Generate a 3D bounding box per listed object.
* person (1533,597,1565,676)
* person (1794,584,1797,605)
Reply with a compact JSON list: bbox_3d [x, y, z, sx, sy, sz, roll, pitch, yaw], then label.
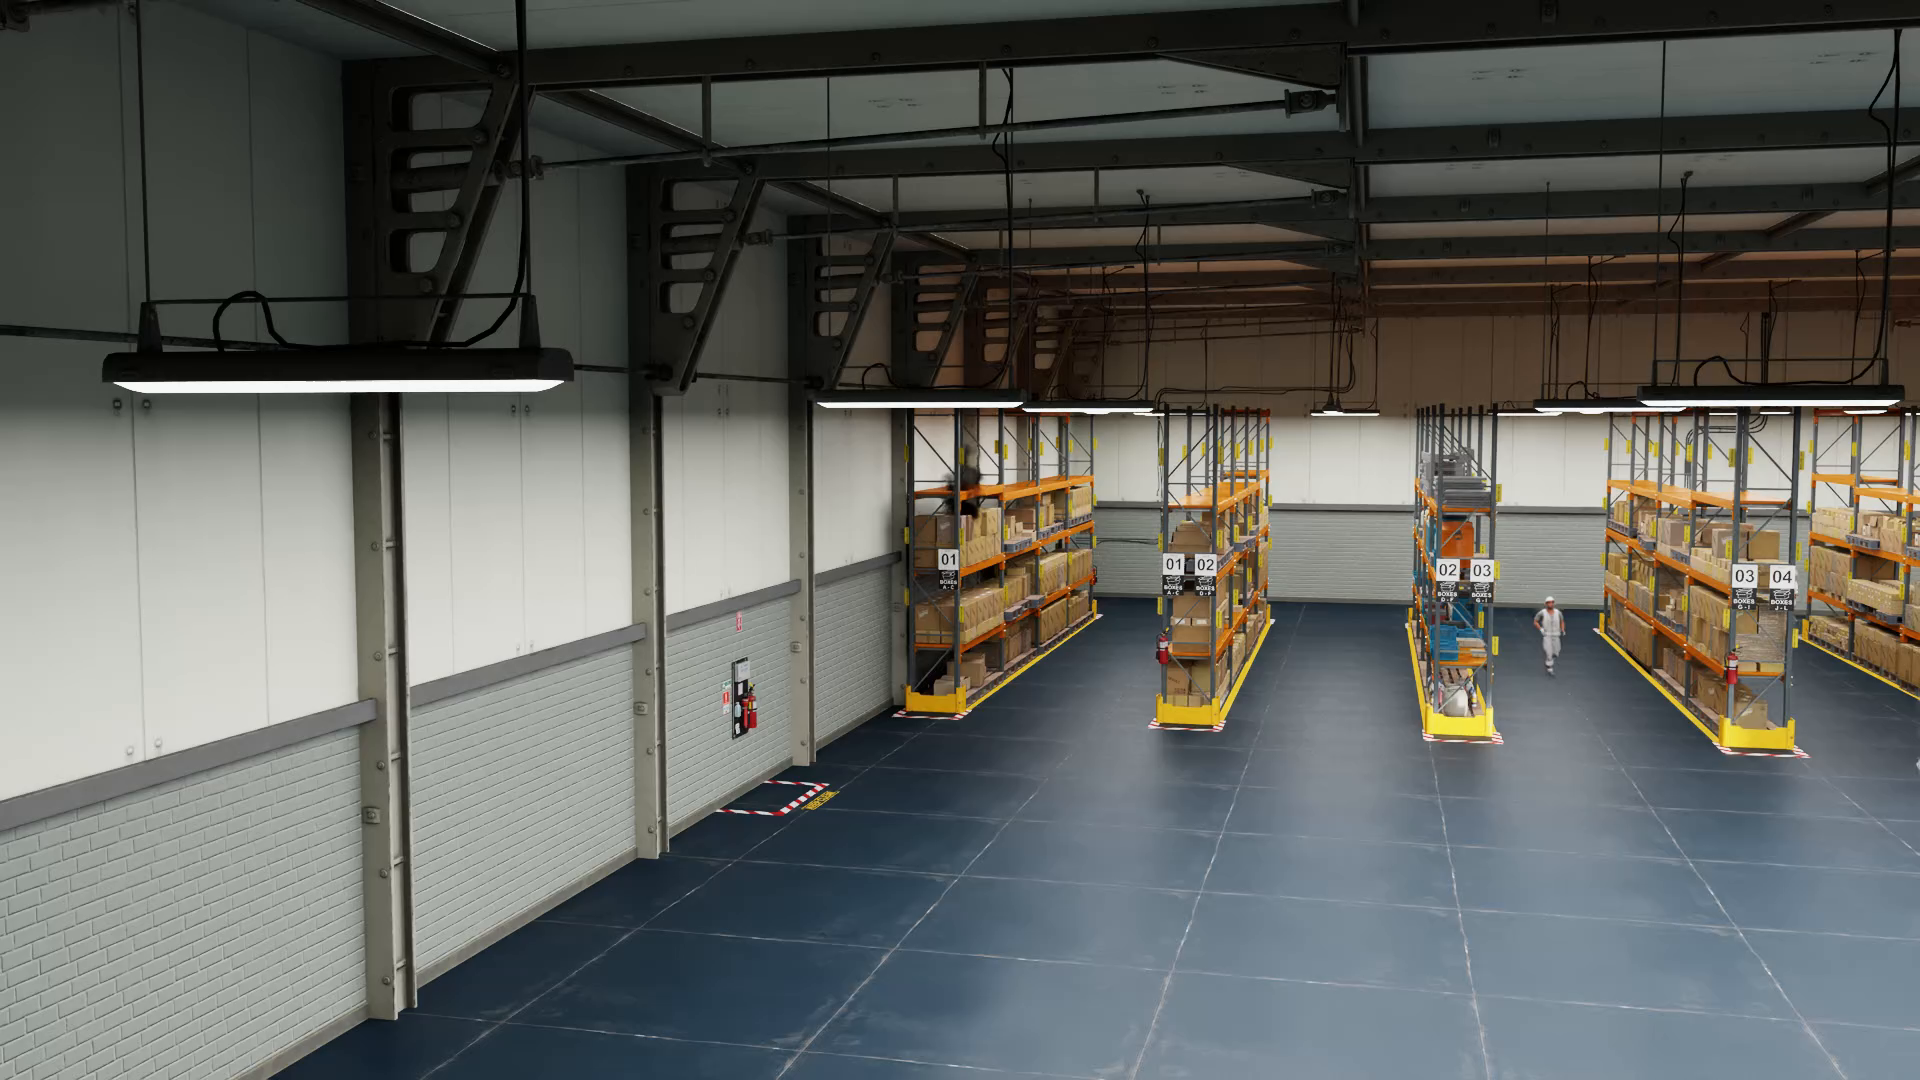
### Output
[{"bbox_3d":[13.164,2.139,37.166,0.674,1.751,0.716,0,4,5],"label":"person"},{"bbox_3d":[22.039,1.661,44.468,0.523,1.653,0.810,0,4,-3],"label":"person"}]
